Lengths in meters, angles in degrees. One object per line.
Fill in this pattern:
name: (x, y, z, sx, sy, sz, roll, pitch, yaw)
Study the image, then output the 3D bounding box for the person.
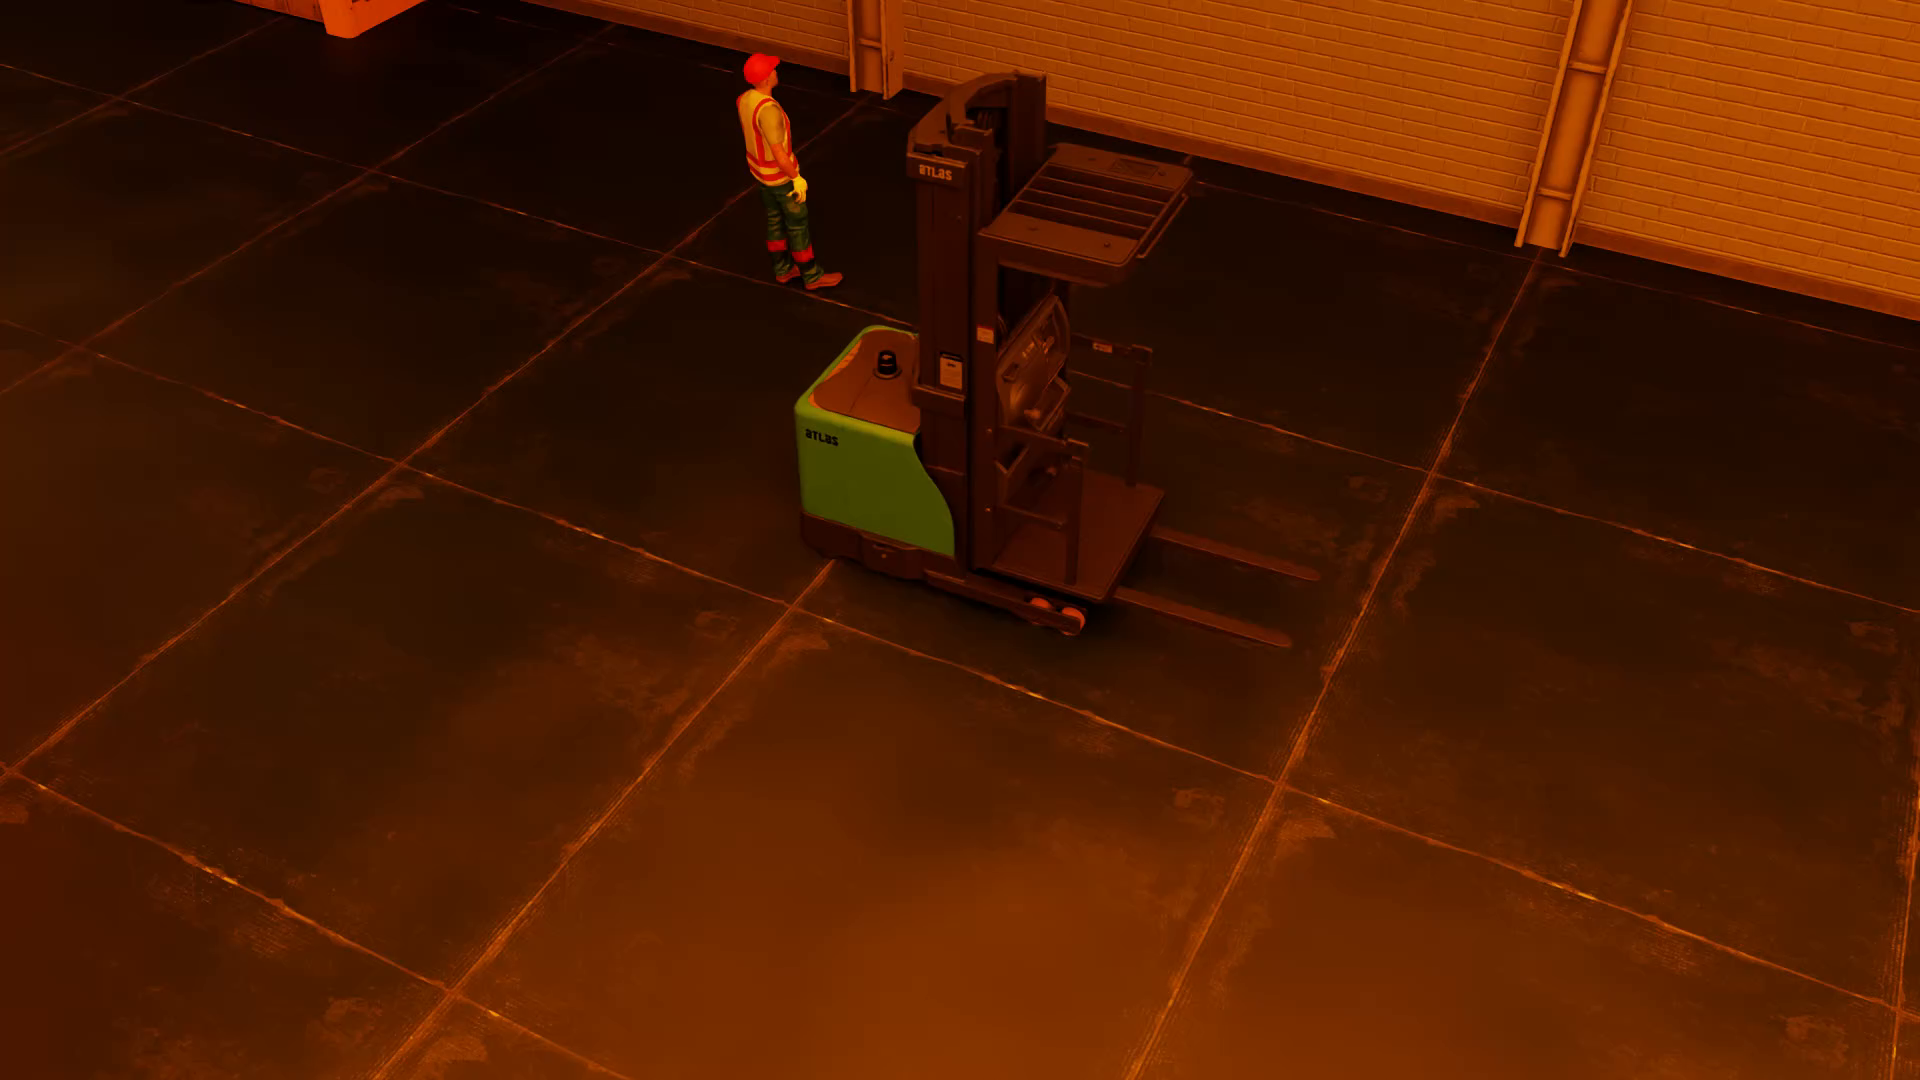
person: (-1.255, -2.680, 12.046, 0.564, 1.790, 0.648, -23, 45, -25)

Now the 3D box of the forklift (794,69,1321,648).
forklift: (0.588, -0.960, 9.126, 3.031, 2.935, 1.130, 16, 43, 19)
